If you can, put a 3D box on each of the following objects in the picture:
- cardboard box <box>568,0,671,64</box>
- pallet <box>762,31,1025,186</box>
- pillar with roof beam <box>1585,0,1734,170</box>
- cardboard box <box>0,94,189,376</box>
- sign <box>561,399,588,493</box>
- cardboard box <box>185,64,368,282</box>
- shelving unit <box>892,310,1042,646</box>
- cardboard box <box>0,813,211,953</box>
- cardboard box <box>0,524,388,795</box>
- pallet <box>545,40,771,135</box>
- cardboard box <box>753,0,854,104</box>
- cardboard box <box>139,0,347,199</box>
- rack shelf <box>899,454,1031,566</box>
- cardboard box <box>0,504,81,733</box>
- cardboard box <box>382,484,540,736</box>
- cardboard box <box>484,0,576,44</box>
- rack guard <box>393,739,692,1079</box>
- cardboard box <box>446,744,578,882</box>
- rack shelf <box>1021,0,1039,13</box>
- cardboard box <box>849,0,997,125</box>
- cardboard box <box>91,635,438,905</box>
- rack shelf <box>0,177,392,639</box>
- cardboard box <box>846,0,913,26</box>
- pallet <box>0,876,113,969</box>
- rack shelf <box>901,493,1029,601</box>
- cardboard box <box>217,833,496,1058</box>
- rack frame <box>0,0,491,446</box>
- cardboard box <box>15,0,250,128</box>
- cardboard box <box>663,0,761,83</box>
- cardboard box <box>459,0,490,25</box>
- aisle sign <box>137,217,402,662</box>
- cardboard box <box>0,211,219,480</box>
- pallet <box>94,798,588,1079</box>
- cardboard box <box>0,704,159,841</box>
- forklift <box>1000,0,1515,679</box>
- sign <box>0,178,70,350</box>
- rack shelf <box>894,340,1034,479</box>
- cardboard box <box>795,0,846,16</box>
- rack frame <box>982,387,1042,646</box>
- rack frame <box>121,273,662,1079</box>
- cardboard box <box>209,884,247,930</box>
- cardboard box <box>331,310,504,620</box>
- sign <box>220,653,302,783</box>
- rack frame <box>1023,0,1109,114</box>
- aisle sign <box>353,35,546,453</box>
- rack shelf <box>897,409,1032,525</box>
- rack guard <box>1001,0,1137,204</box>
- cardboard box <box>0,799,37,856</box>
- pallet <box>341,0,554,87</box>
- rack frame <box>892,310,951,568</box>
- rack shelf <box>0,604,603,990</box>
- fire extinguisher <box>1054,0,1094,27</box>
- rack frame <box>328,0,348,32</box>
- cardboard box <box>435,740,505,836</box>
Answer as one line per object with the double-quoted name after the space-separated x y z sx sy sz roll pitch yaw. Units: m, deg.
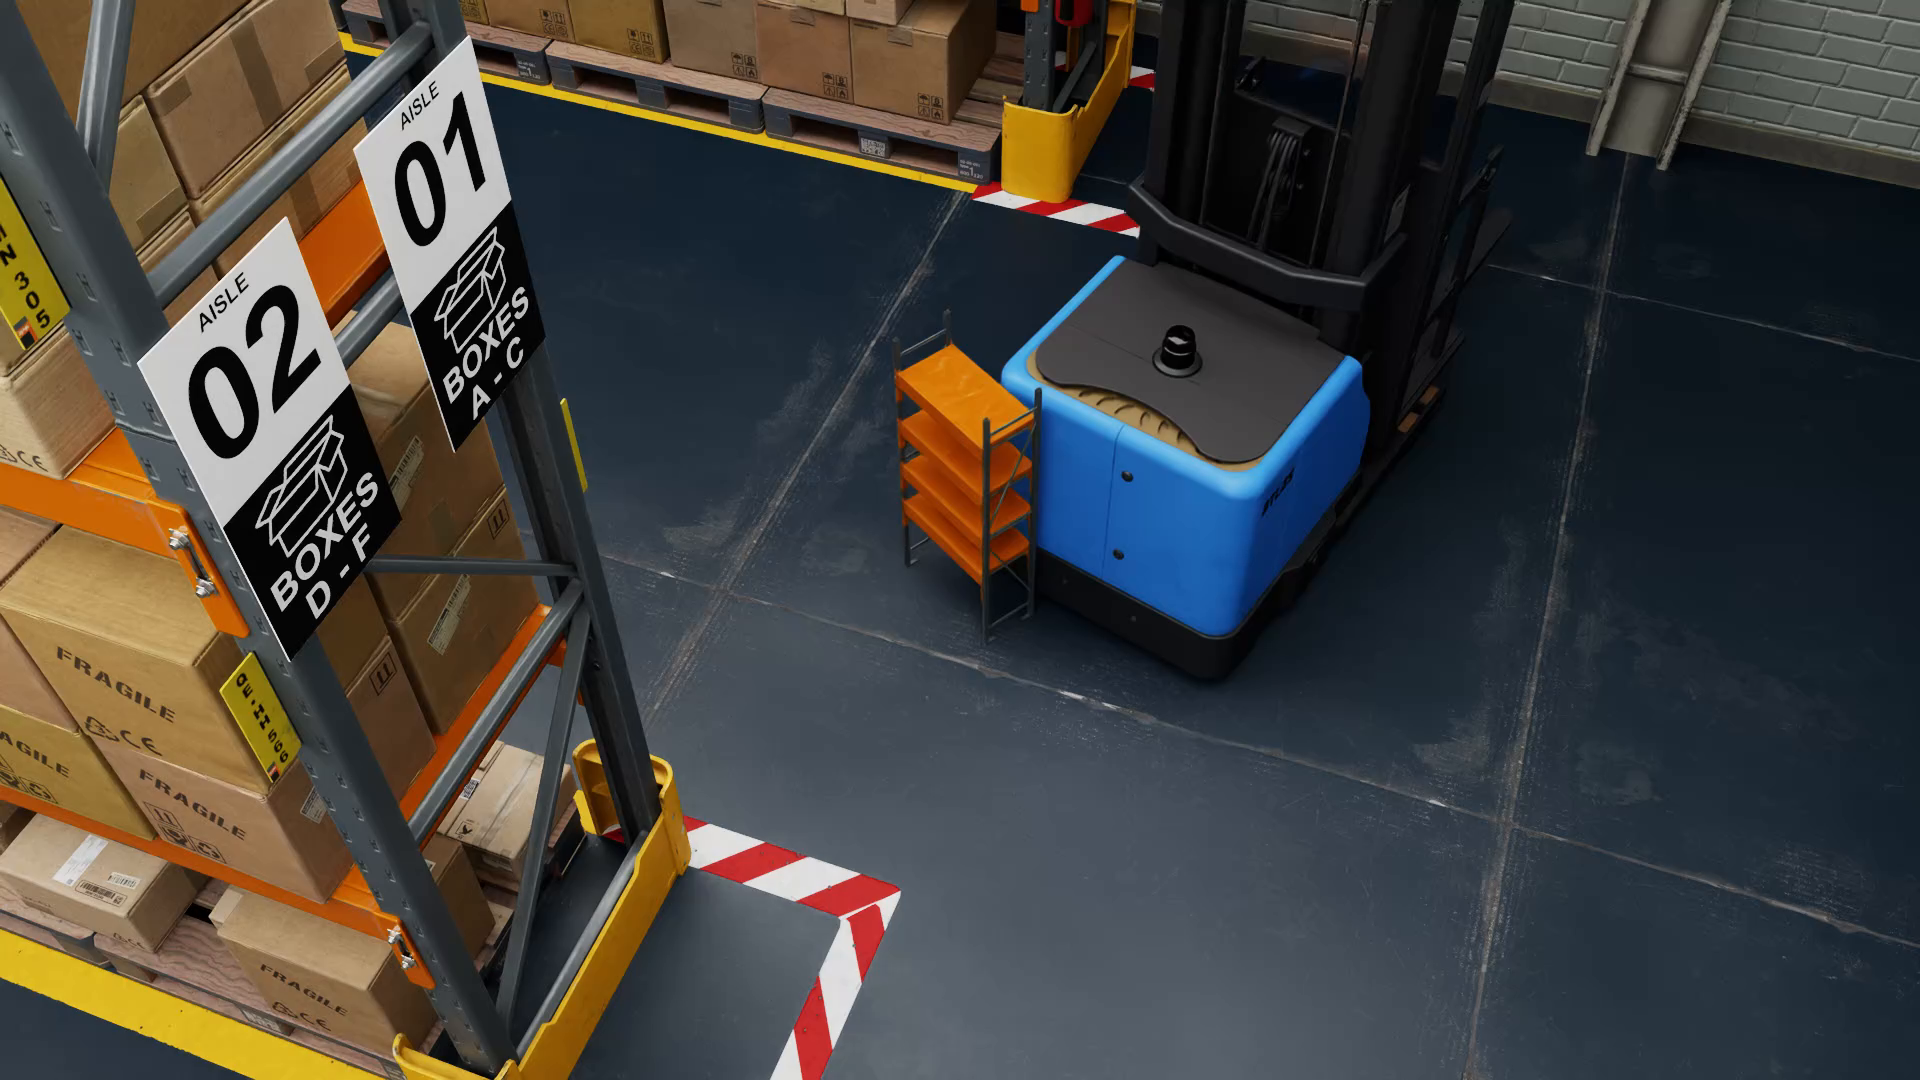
-1.613 -2.885 8.508 0.500 0.500 0.700 17 51 14 "cardboard box"
-0.255 -2.298 8.468 1.213 0.211 1.003 16 51 13 "pallet"
1.863 -1.876 2.288 0.400 9.000 9.100 16 51 13 "pillar with roof beam"
-1.761 -0.595 2.931 0.500 0.250 0.500 16 51 13 "cardboard box"
-1.003 -0.213 4.243 0.005 0.325 0.100 16 51 13 "sign"
-1.585 -0.793 3.433 0.500 0.250 0.500 16 51 13 "cardboard box"
0.026 -0.197 5.991 0.258 1.200 0.503 -31 56 -23 "shelving unit"
-2.667 0.974 5.316 0.500 0.250 0.500 16 51 13 "cardboard box"
-1.704 0.174 3.753 0.500 0.500 0.500 15 51 13 "cardboard box"
-1.396 -2.618 8.746 1.213 0.211 1.003 16 51 13 "pallet"
-0.639 -2.619 8.278 0.500 0.500 0.700 15 51 13 "cardboard box"
-1.583 -0.961 3.248 0.500 0.250 0.500 16 51 13 "cardboard box"
0.026 -0.153 6.042 0.258 0.148 0.480 -31 56 -23 "rack shelf"
-2.178 0.042 3.868 0.500 0.500 0.500 17 51 14 "cardboard box"
-1.516 0.120 4.462 0.500 0.500 0.500 17 51 14 "cardboard box"
-2.094 -3.021 8.626 0.500 0.500 0.700 15 51 13 "cardboard box"
-1.262 1.254 5.199 0.348 0.500 1.175 16 51 13 "rack guard"
-1.465 0.892 5.454 0.250 0.149 0.380 16 51 13 "cardboard box"
-1.354 -3.345 8.007 4.000 0.370 1.077 16 51 13 "rack shelf"
-0.169 -2.488 8.164 0.500 0.500 0.700 16 51 13 "cardboard box"
-1.706 0.498 4.134 0.500 0.500 0.500 17 51 14 "cardboard box"
-3.067 -0.815 3.829 4.000 0.370 1.077 16 51 13 "rack shelf"
-0.353 -2.605 7.837 0.250 0.149 0.380 15 51 13 "cardboard box"
-3.151 0.820 5.766 1.213 0.211 1.003 16 51 13 "pallet"
0.028 -0.024 6.193 0.258 0.148 0.480 -31 56 -23 "rack shelf"
-1.786 1.162 4.987 0.500 0.500 0.500 16 51 13 "cardboard box"
-1.191 -1.509 1.970 0.127 3.000 1.000 16 51 13 "rack frame"
-1.679 -1.010 2.794 0.500 0.500 0.700 16 51 13 "cardboard box"
-1.111 -2.751 8.392 0.500 0.500 0.700 14 51 12 "cardboard box"
-2.564 -3.155 8.742 0.500 0.500 0.700 16 51 14 "cardboard box"
-1.233 -0.161 3.051 0.004 0.787 0.394 16 51 13 "aisle sign"
-1.764 -0.426 3.115 0.500 0.250 0.500 16 51 13 "cardboard box"
-2.011 1.141 5.488 1.213 0.211 1.003 16 51 13 "pallet"
-2.193 0.365 4.249 0.500 0.500 0.500 16 51 13 "cardboard box"
1.390 -1.534 6.007 1.130 2.935 3.031 28 55 22 "forklift"
-1.402 -0.429 2.432 0.005 0.325 0.100 16 51 13 "sign"
0.022 -0.452 5.692 0.258 0.148 0.480 -31 56 -23 "rack shelf"
-0.593 -2.672 7.894 0.250 0.149 0.380 17 51 14 "cardboard box"
0.177 -0.052 5.866 0.240 1.200 0.015 -31 56 -23 "rack frame"
-1.191 0.455 4.237 0.127 3.000 1.000 16 51 13 "rack frame"
-2.135 1.102 5.261 0.250 0.166 0.380 16 51 13 "cardboard box"
-1.516 -0.208 4.084 0.500 0.500 0.500 17 51 14 "cardboard box"
-1.402 0.361 3.344 0.005 0.325 0.100 16 51 13 "sign"
0.522 -3.057 7.281 0.127 3.000 1.000 16 51 13 "rack frame"
-1.025 -0.586 3.419 0.004 0.787 0.394 16 51 13 "aisle sign"
0.024 -0.298 5.872 0.258 0.148 0.480 -31 56 -23 "rack shelf"
0.545 -2.232 8.220 0.348 0.500 1.175 16 51 13 "rack guard"
-3.179 0.570 5.499 0.637 0.503 0.797 16 51 13 "cardboard box"
-2.544 -2.937 9.022 1.213 0.211 1.003 16 51 13 "pallet"
-0.126 -0.341 6.116 0.240 1.200 0.015 -31 56 -23 "rack frame"
-3.067 0.167 4.963 4.000 0.370 1.077 16 51 13 "rack shelf"
0.504 -2.543 7.134 0.183 0.674 0.296 16 51 13 "fire extinguisher"
-3.230 -4.104 8.189 0.127 3.000 1.000 16 51 13 "rack frame"
-1.699 0.821 5.504 0.250 0.166 0.380 16 51 13 "cardboard box"
